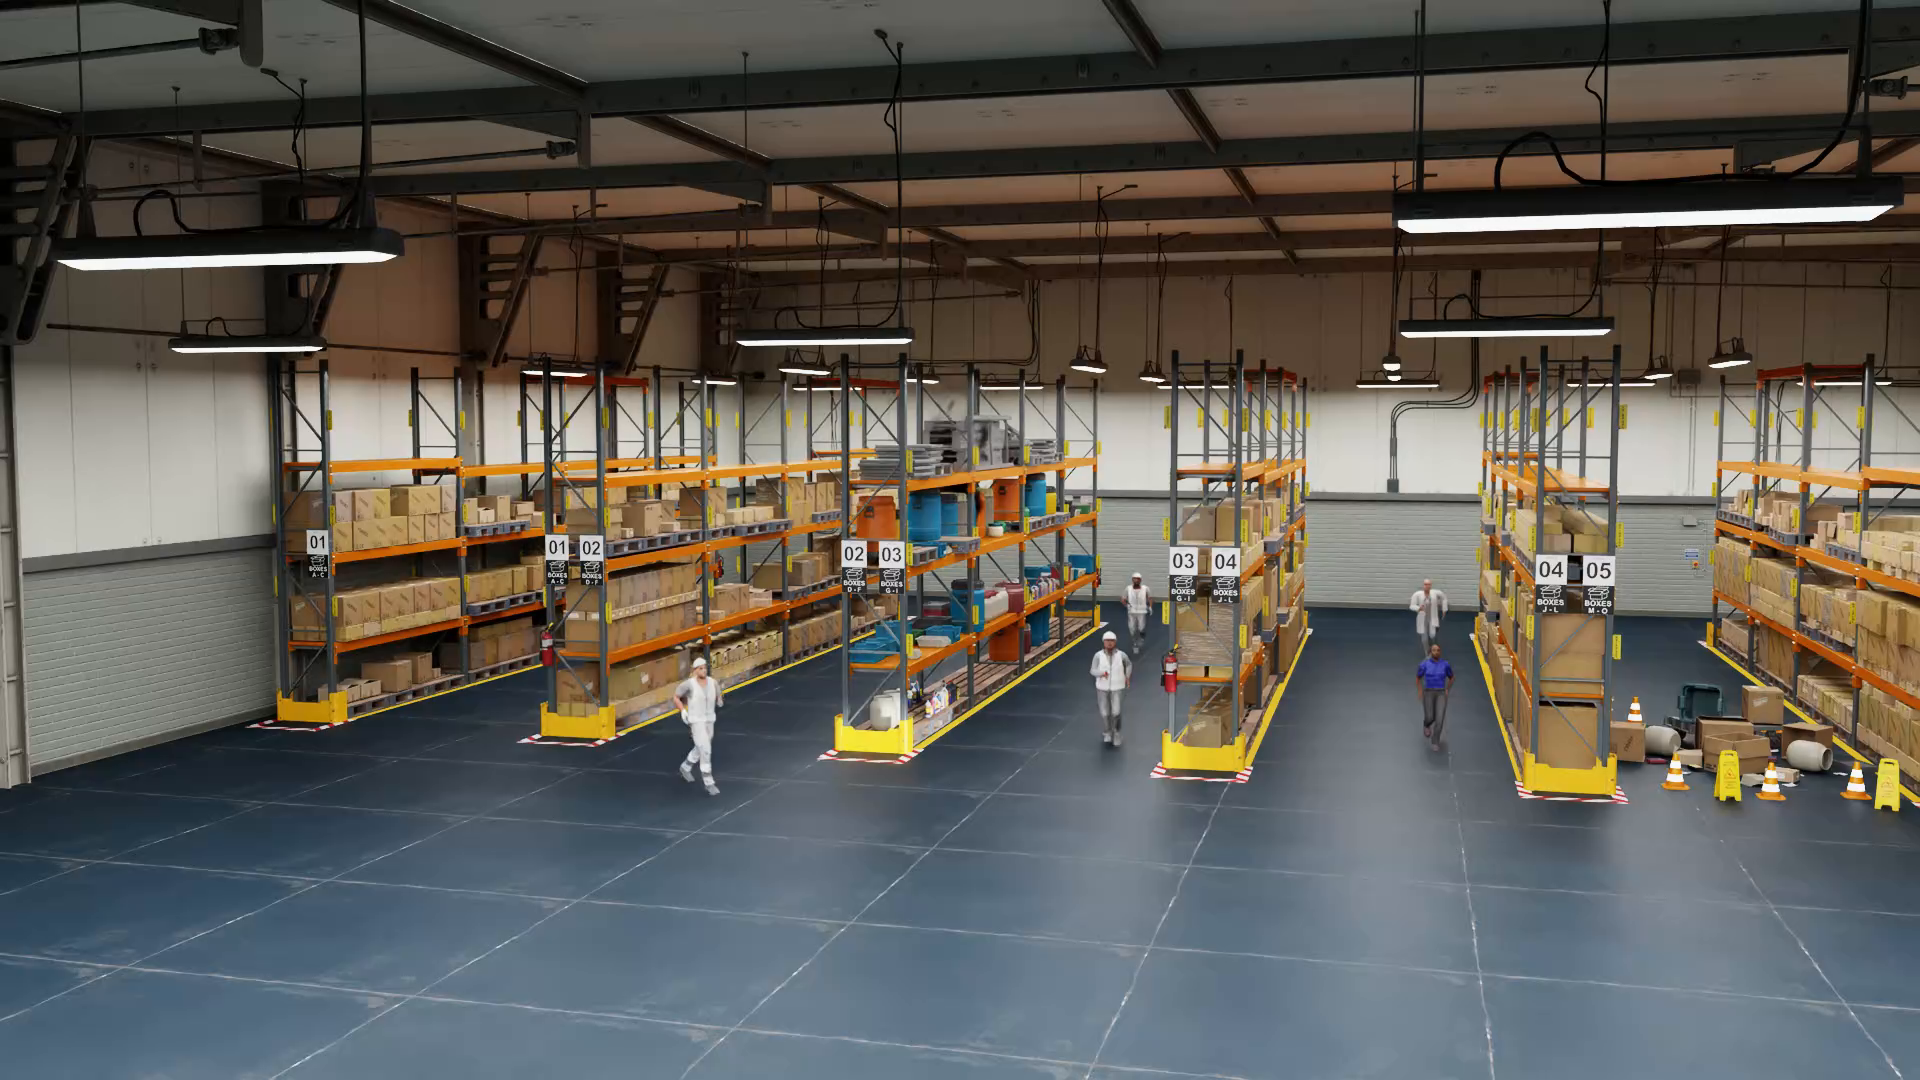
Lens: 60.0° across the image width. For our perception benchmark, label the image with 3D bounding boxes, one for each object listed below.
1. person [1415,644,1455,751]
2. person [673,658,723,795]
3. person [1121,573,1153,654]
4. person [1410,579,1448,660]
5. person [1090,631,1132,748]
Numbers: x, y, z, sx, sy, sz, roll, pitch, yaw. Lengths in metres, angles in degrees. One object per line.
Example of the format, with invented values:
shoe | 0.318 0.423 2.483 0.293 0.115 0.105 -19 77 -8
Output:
person | 7.248 2.384 25.367 0.581 1.617 0.535 1 4 10
person | -3.496 2.484 22.509 0.633 1.804 0.928 -4 6 -44
person | 3.796 1.574 35.666 0.684 1.737 0.595 1 4 9
person | 9.628 1.667 34.142 0.760 1.730 0.823 1 4 14
person | 2.315 2.289 25.479 0.621 1.774 0.692 1 4 9
